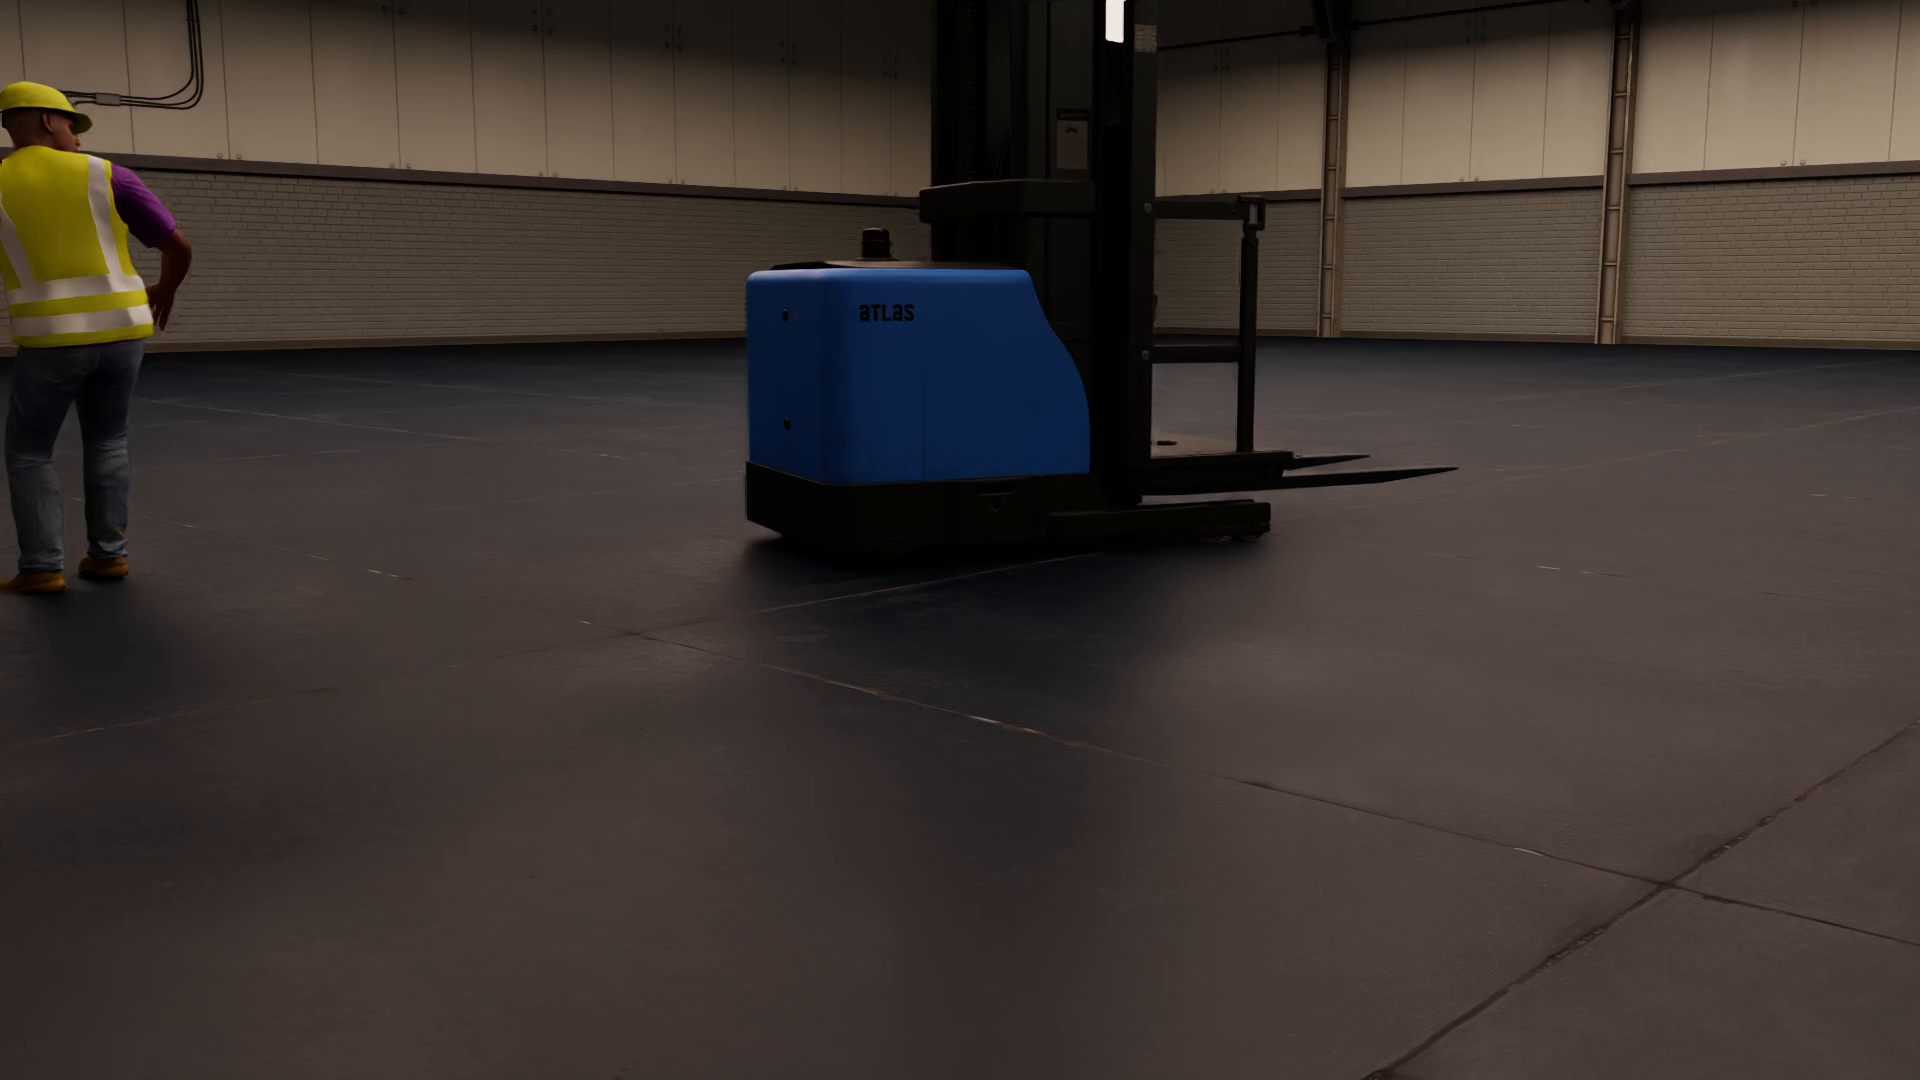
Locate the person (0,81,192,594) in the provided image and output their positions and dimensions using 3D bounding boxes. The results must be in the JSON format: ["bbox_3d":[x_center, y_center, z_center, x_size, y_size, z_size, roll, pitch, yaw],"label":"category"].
[{"bbox_3d":[-3.081,-0.679,5.670,0.821,1.716,0.645,-7,11,-37],"label":"person"}]

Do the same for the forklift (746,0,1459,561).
[{"bbox_3d":[0.690,-1.497,6.814,3.031,2.935,1.130,-4,9,-25],"label":"forklift"}]
